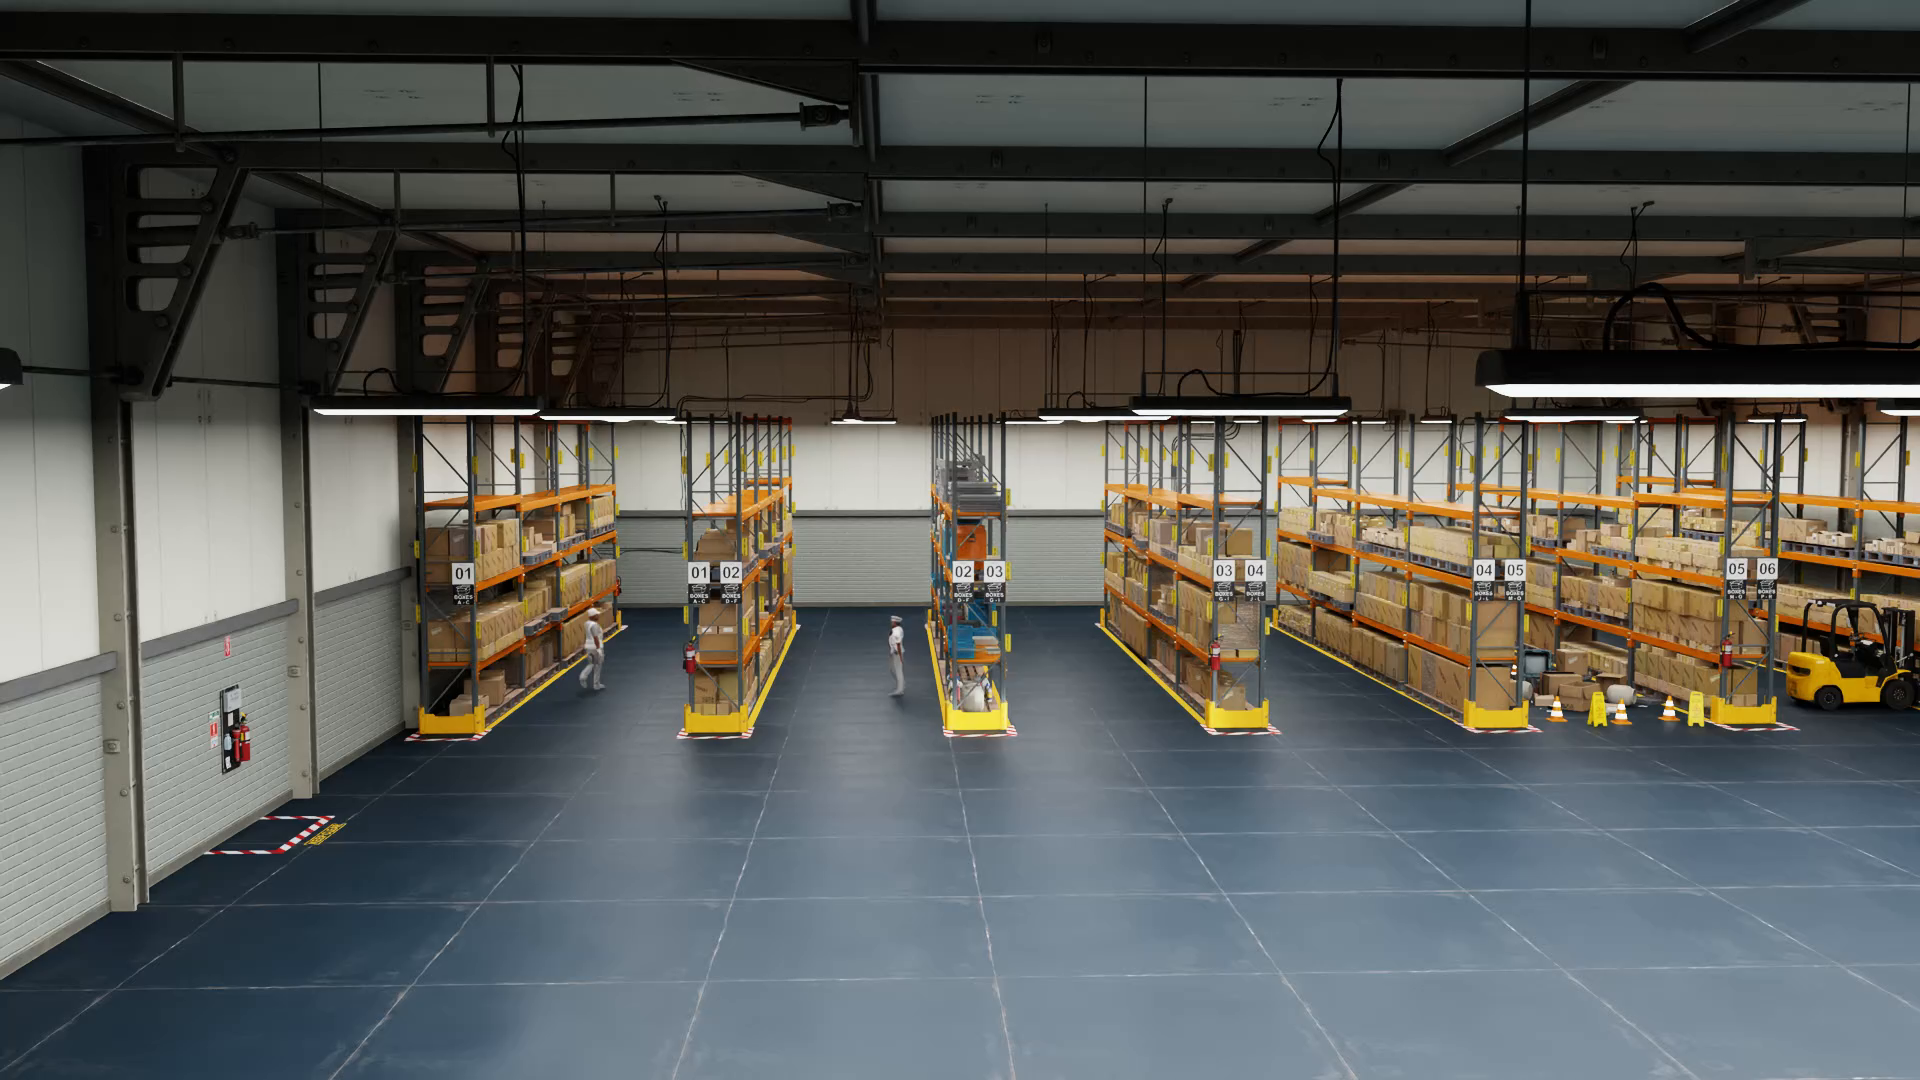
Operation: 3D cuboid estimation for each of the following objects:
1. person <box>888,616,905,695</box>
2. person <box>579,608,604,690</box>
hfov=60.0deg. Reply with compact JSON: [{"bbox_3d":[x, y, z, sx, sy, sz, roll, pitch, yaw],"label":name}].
[{"bbox_3d":[-1.355,2.461,35.514,0.358,1.680,0.508,0,4,0],"label":"person"},{"bbox_3d":[-7.985,2.363,36.107,0.549,1.778,0.610,3,5,35],"label":"person"}]
